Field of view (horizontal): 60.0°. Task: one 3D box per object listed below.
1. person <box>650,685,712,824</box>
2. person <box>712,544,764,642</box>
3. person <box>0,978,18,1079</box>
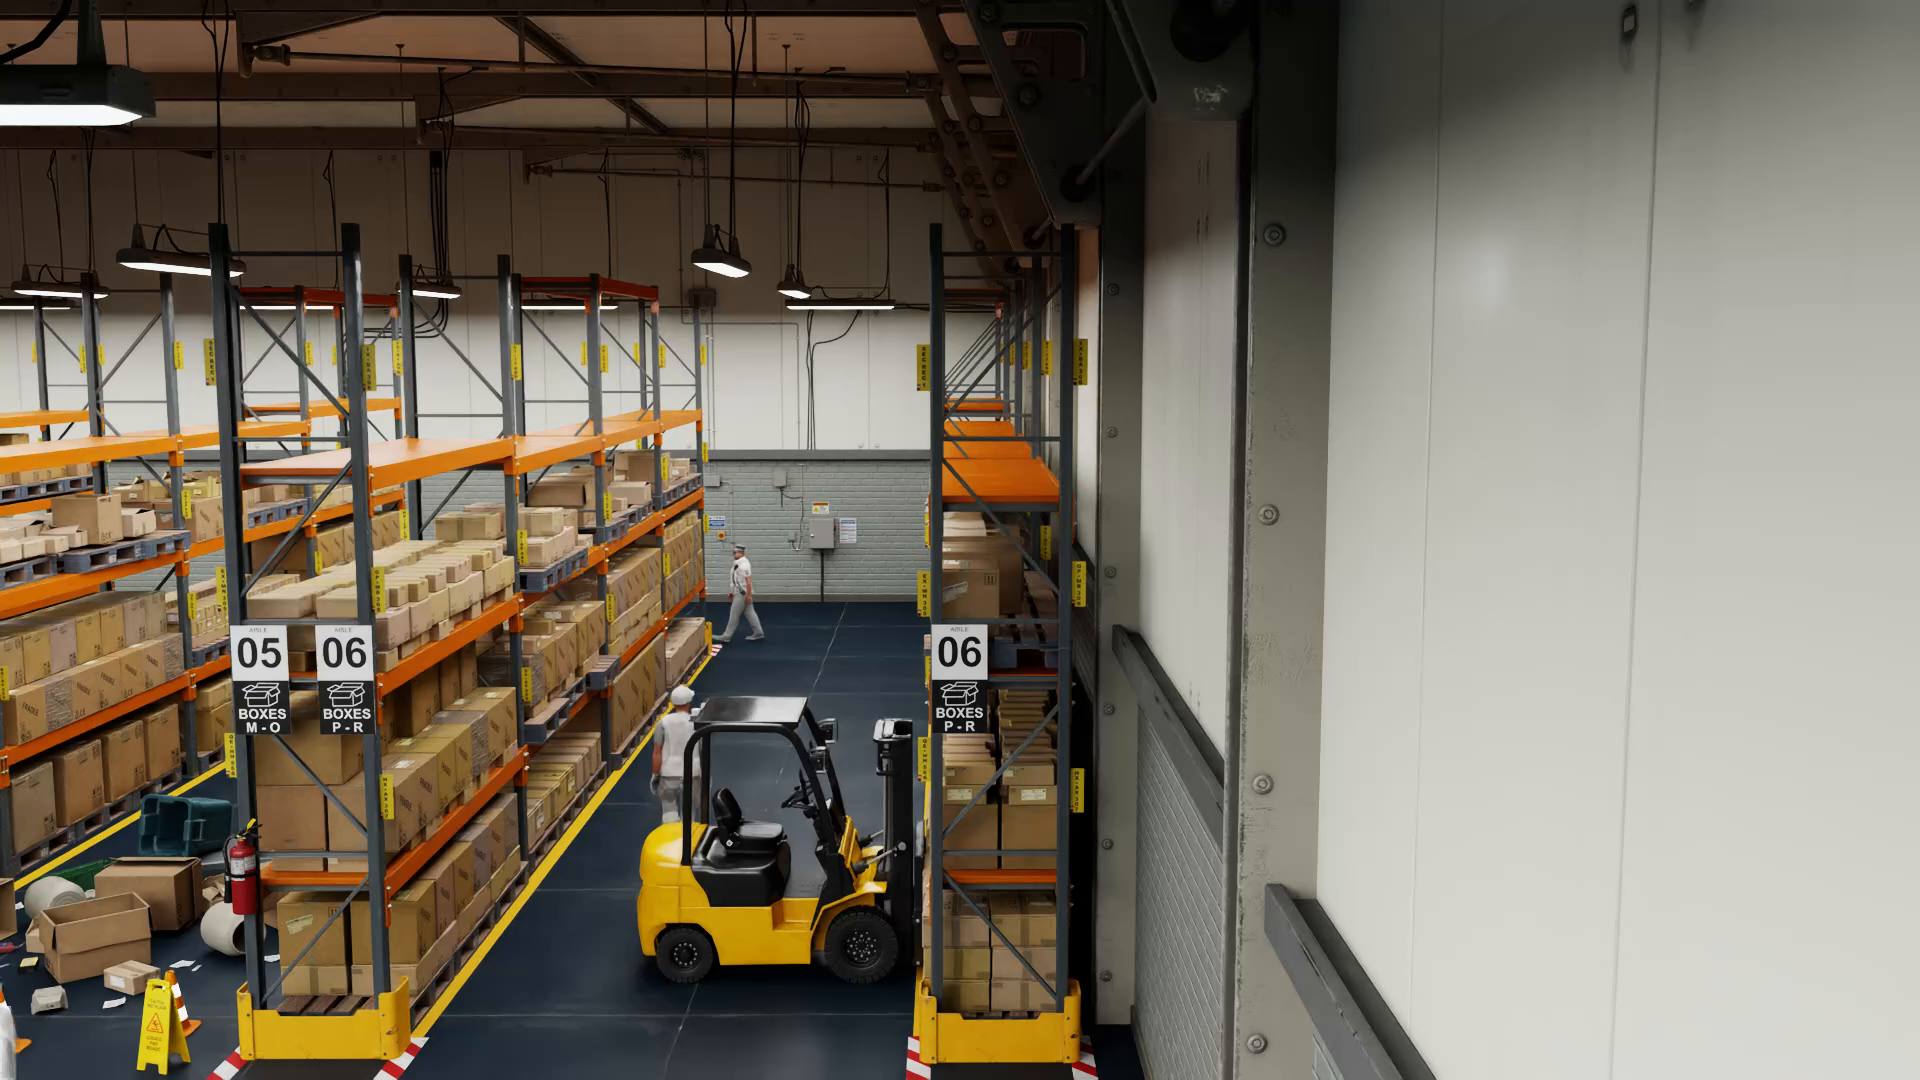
[{"bbox_3d":[-2.685,2.239,16.015,0.589,1.696,0.642,-1,7,-6],"label":"person"},{"bbox_3d":[-3.882,0.918,29.027,0.928,1.724,0.551,-2,7,-15],"label":"person"},{"bbox_3d":[-5.384,3.227,9.259,0.871,1.751,0.567,-3,7,-26],"label":"person"}]
